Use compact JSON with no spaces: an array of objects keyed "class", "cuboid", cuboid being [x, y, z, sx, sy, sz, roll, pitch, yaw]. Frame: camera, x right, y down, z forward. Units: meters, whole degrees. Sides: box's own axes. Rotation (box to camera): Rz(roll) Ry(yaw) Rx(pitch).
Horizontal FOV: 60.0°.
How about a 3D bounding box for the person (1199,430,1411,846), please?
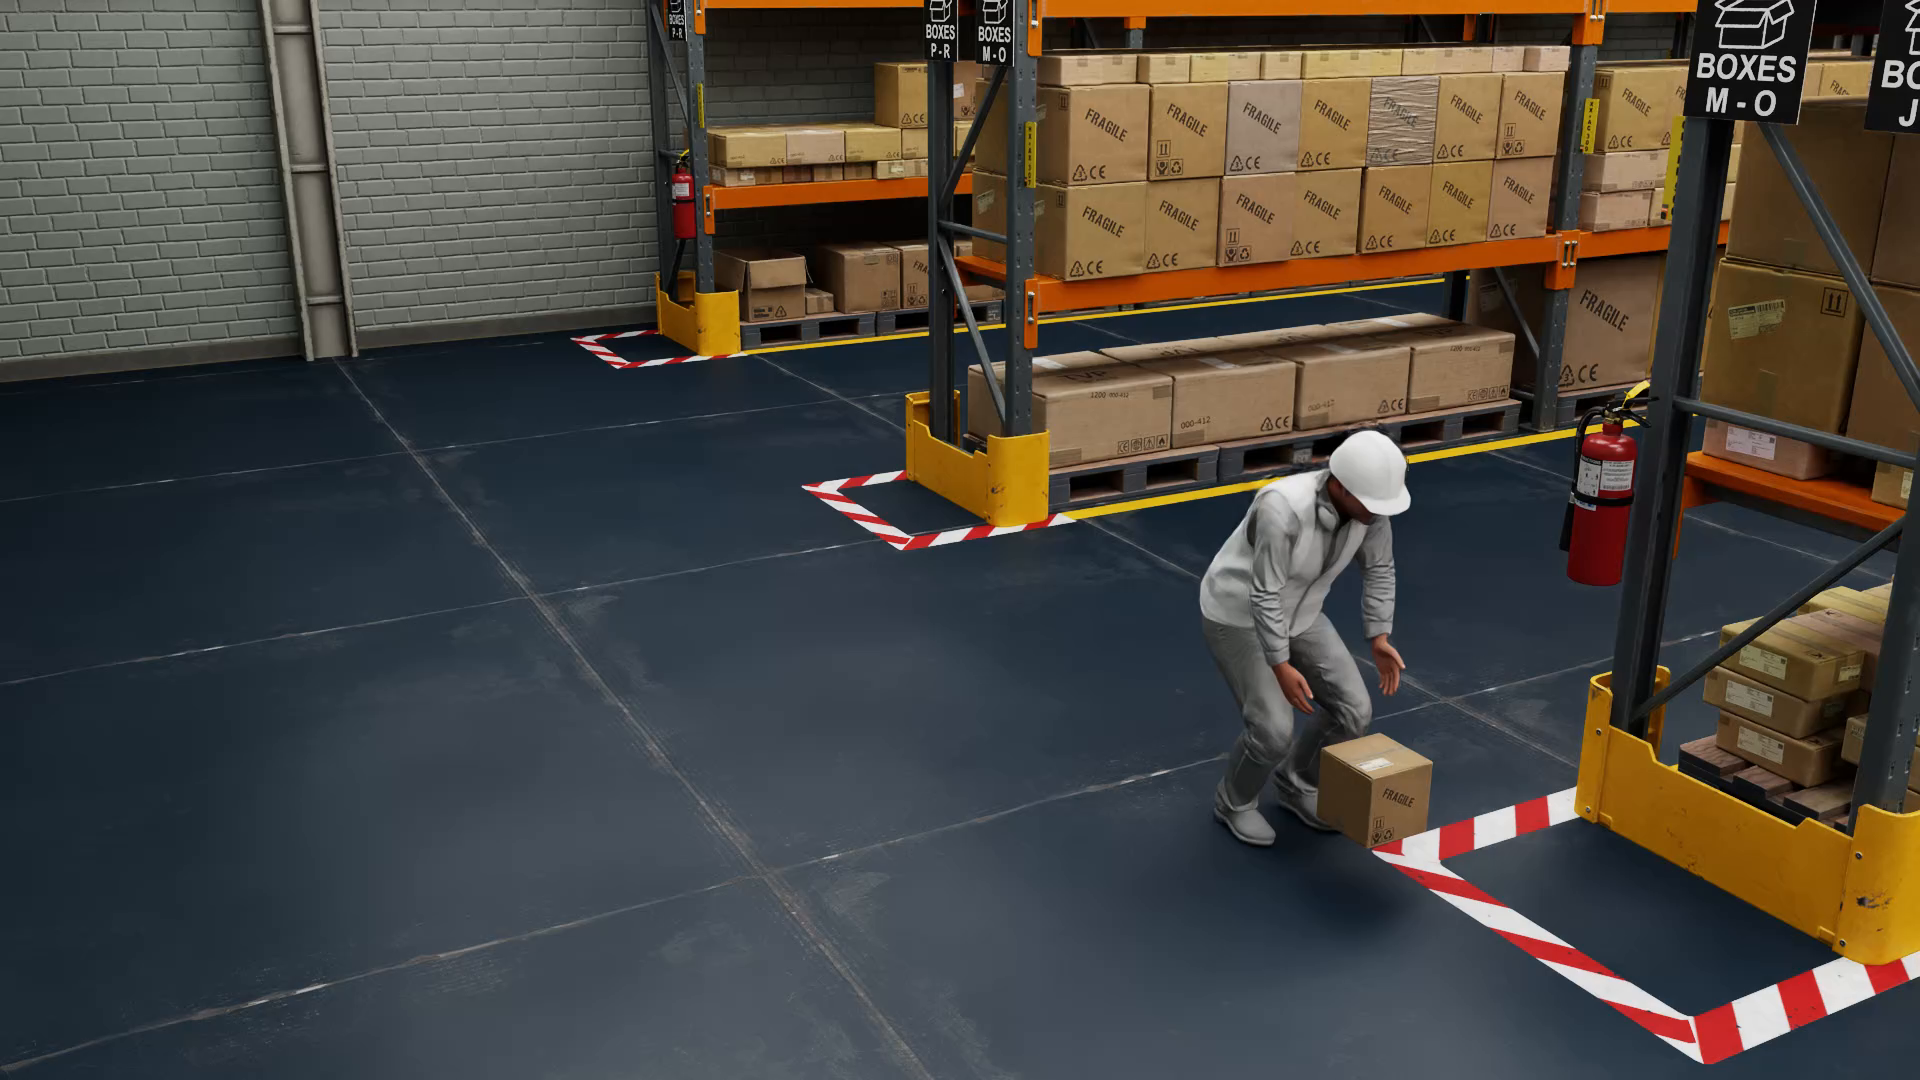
[{"class":"person","cuboid":[1.166,0.300,5.589,0.591,1.479,0.723,-10,21,-26]}]
